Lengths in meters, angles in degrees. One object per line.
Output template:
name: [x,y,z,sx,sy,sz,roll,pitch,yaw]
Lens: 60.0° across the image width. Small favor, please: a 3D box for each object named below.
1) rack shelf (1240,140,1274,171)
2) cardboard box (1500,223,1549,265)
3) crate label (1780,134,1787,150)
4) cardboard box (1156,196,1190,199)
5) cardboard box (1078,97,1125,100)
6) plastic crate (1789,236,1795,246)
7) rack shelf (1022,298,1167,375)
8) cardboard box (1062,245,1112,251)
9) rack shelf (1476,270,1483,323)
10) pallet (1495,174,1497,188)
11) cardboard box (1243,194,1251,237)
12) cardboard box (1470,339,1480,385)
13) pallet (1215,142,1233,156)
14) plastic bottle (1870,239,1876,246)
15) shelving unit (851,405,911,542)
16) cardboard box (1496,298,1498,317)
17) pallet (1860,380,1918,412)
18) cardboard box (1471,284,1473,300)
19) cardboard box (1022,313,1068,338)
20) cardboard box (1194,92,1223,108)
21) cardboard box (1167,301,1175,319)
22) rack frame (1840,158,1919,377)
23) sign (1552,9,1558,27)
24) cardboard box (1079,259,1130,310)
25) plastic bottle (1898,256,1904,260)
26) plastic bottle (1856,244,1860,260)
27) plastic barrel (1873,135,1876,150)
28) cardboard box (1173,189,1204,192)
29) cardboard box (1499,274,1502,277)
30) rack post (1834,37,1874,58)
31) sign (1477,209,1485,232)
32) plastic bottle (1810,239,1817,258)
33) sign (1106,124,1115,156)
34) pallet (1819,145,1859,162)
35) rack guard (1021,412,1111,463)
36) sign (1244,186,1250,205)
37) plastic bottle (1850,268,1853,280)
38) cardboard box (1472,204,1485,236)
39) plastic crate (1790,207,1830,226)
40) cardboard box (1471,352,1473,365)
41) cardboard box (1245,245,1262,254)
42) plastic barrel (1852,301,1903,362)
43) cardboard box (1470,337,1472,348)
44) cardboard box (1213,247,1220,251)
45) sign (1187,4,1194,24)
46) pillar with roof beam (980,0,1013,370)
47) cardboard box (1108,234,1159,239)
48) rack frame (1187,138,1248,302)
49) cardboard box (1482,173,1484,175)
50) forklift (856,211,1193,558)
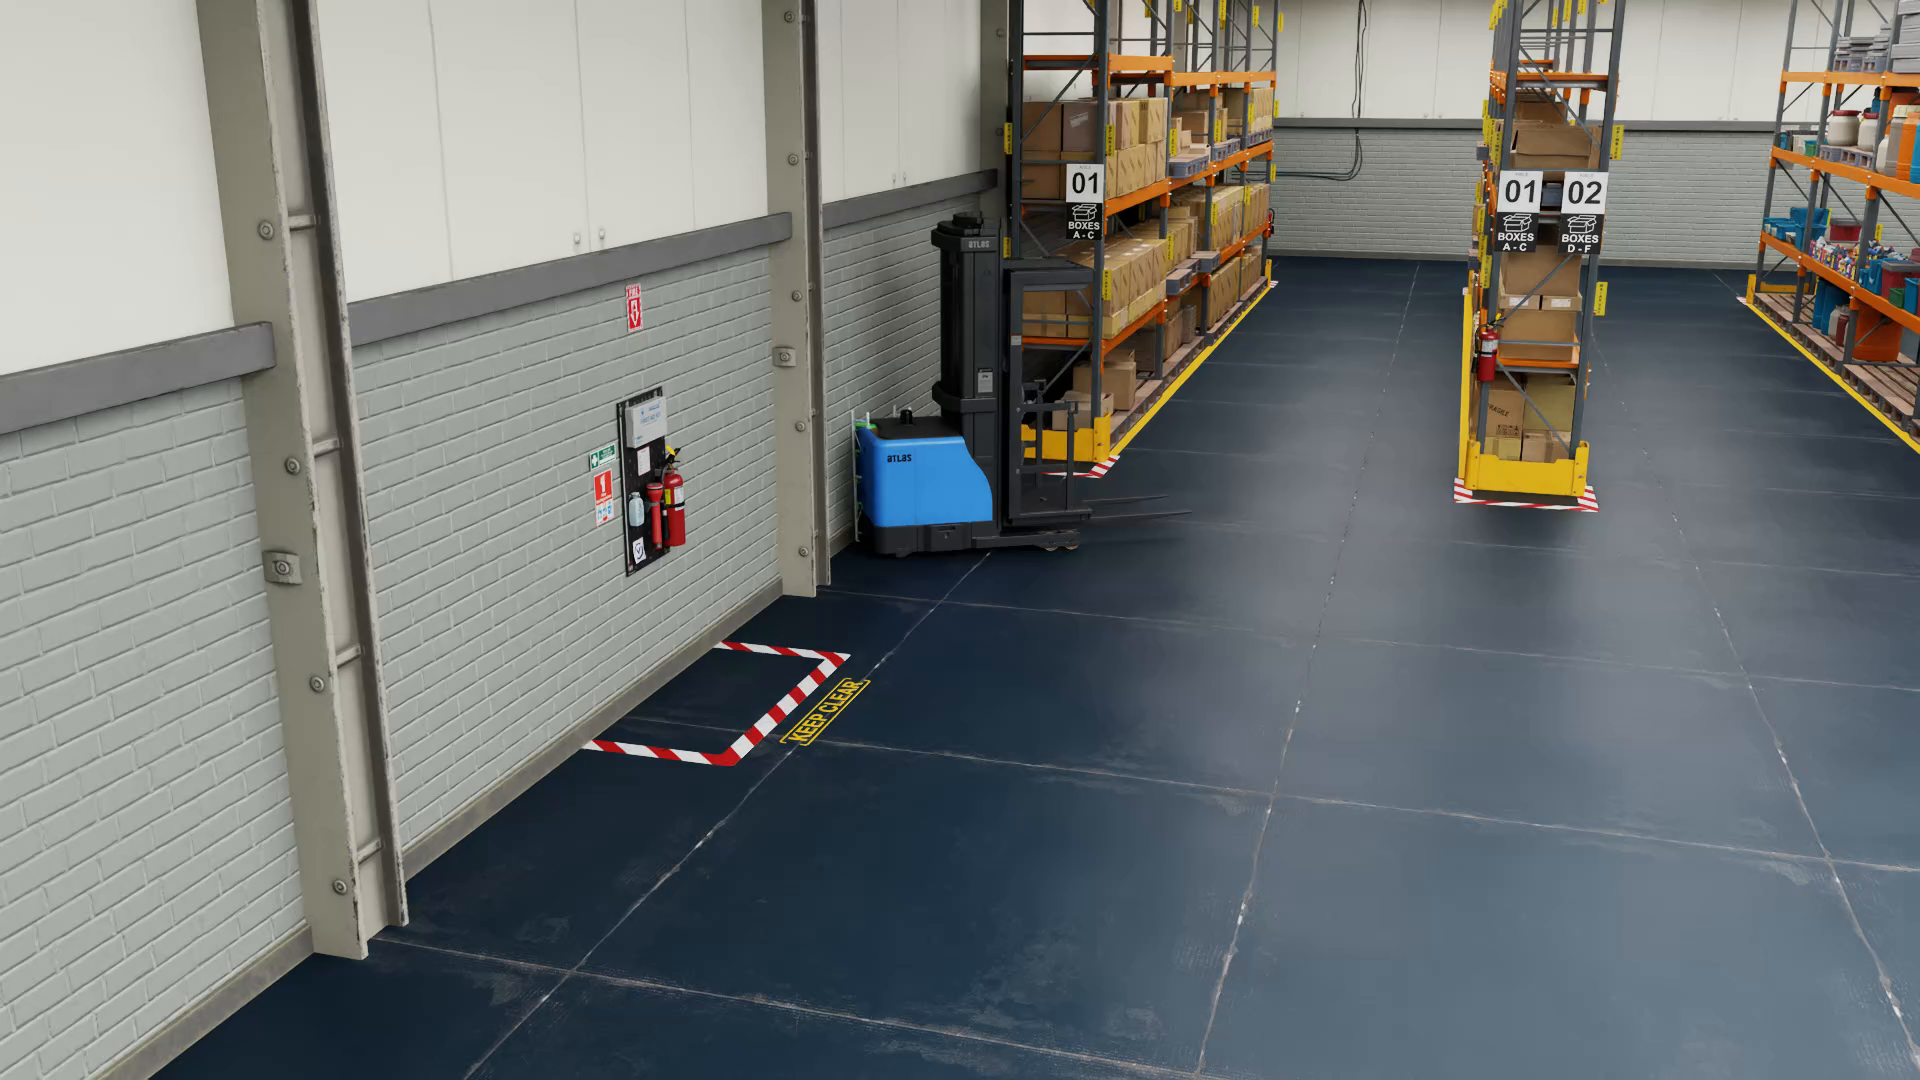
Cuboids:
rack shelf: [5.026,-7.118,30.670,1.077,0.370,4.000,5,16,16]
cardboard box: [6.673,-3.445,19.338,0.700,0.500,0.500,5,16,16]
crate label: [14.521,-6.931,28.965,0.408,0.251,0.502,5,16,16]
cardboard box: [3.352,-5.287,26.253,0.500,0.250,0.500,4,16,14]
cardboard box: [1.771,-5.281,20.821,0.500,0.500,0.500,5,17,17]
plastic crate: [14.017,-4.940,27.563,0.437,0.125,0.590,5,16,16]
rack shelf: [1.616,-2.535,20.010,1.077,0.370,4.000,5,16,16]
cardboard box: [1.553,-3.331,20.362,0.500,0.500,0.500,5,17,17]
rack shelf: [7.503,-3.199,22.349,1.077,0.370,4.000,5,16,16]
pallet: [6.717,-4.197,19.215,1.003,0.211,1.213,5,16,16]
cardboard box: [4.628,-5.783,29.591,0.980,0.700,0.700,5,17,17]
cardboard box: [6.503,-2.165,20.279,0.500,0.500,0.500,5,16,16]
pallet: [3.768,-6.269,26.704,1.003,0.211,1.213,5,17,18]
plastic bottle: [14.009,-4.440,25.497,0.144,0.351,0.185,5,16,16]
shelving unit: [-0.700,-0.600,15.165,0.503,1.200,0.258,-11,15,-40]
cardboard box: [6.671,-2.815,19.493,0.700,0.500,0.500,4,16,15]
pallet: [12.214,-1.824,21.293,1.003,0.211,1.213,5,16,16]
cardboard box: [9.311,-4.400,29.387,0.500,0.311,0.500,5,16,16]
cardboard box: [0.995,-2.433,18.569,0.500,0.250,0.500,5,17,17]
cardboard box: [4.082,-7.341,27.775,0.500,0.250,0.500,6,17,20]
cardboard box: [2.803,-3.350,23.962,0.500,0.250,0.500,5,16,16]
rack frame: [12.820,-3.683,22.738,1.000,3.000,0.127,5,16,16]
sign: [10.871,-9.524,30.336,0.100,0.325,0.005,5,16,16]
cardboard box: [1.622,-2.887,18.794,0.500,0.500,0.500,5,16,16]
plastic bottle: [13.547,-3.954,23.928,0.097,0.271,0.097,0,16,0]
plastic bottle: [13.871,-4.451,25.536,0.144,0.351,0.185,5,16,16]
plastic barrel: [12.984,-5.553,23.319,0.301,0.262,0.301,0,16,0]
cardboard box: [3.797,-5.690,27.675,0.500,0.250,0.500,4,16,14]
cardboard box: [6.163,-2.856,18.450,0.380,0.149,0.250,4,16,15]
rack post: [13.687,-7.361,24.851,0.937,0.300,0.954,4,16,15]
sign: [7.549,-4.627,24.088,0.100,0.325,0.005,5,16,16]
plastic bottle: [13.405,-4.576,26.099,0.061,0.283,0.133,5,16,16]
sign: [1.568,-4.180,17.391,0.100,0.325,0.005,5,16,16]
pallet: [13.827,-5.869,25.294,1.213,0.211,1.003,5,16,16]
rack guard: [1.069,-1.176,18.479,1.175,0.500,0.348,5,16,16]
sign: [4.981,-5.977,28.849,0.100,0.325,0.005,5,16,16]
plastic bottle: [12.576,-3.755,23.356,0.097,0.201,0.097,0,16,0]
cardboard box: [8.859,-5.258,27.338,0.700,0.500,0.500,-1,16,-3]
plastic crate: [15.177,-5.720,29.744,0.616,0.435,0.499,5,16,16]
cardboard box: [6.917,-2.435,21.581,0.500,0.311,0.500,5,17,17]
cardboard box: [5.630,-5.617,32.180,0.380,0.149,0.250,4,16,15]
plastic barrel: [12.942,-2.970,23.433,0.600,0.830,0.708,5,16,16]
cardboard box: [7.641,-2.833,24.011,0.500,0.250,0.500,5,16,16]
cardboard box: [3.873,-4.536,26.170,0.380,0.149,0.250,5,17,18]
sign: [3.933,-8.959,28.343,0.100,0.325,0.005,5,16,16]
pillar with roof beam: [4.545,-5.161,16.954,9.100,9.000,0.400,5,16,16]
cardboard box: [2.362,-3.795,22.143,0.700,0.500,0.500,5,16,16]
rack frame: [4.458,-5.498,29.136,1.000,3.000,0.127,5,16,16]
cardboard box: [9.825,-6.457,30.503,0.500,0.500,0.500,5,17,16]
forklift: [0.605,-1.450,14.991,3.031,2.935,1.130,-4,16,-13]
